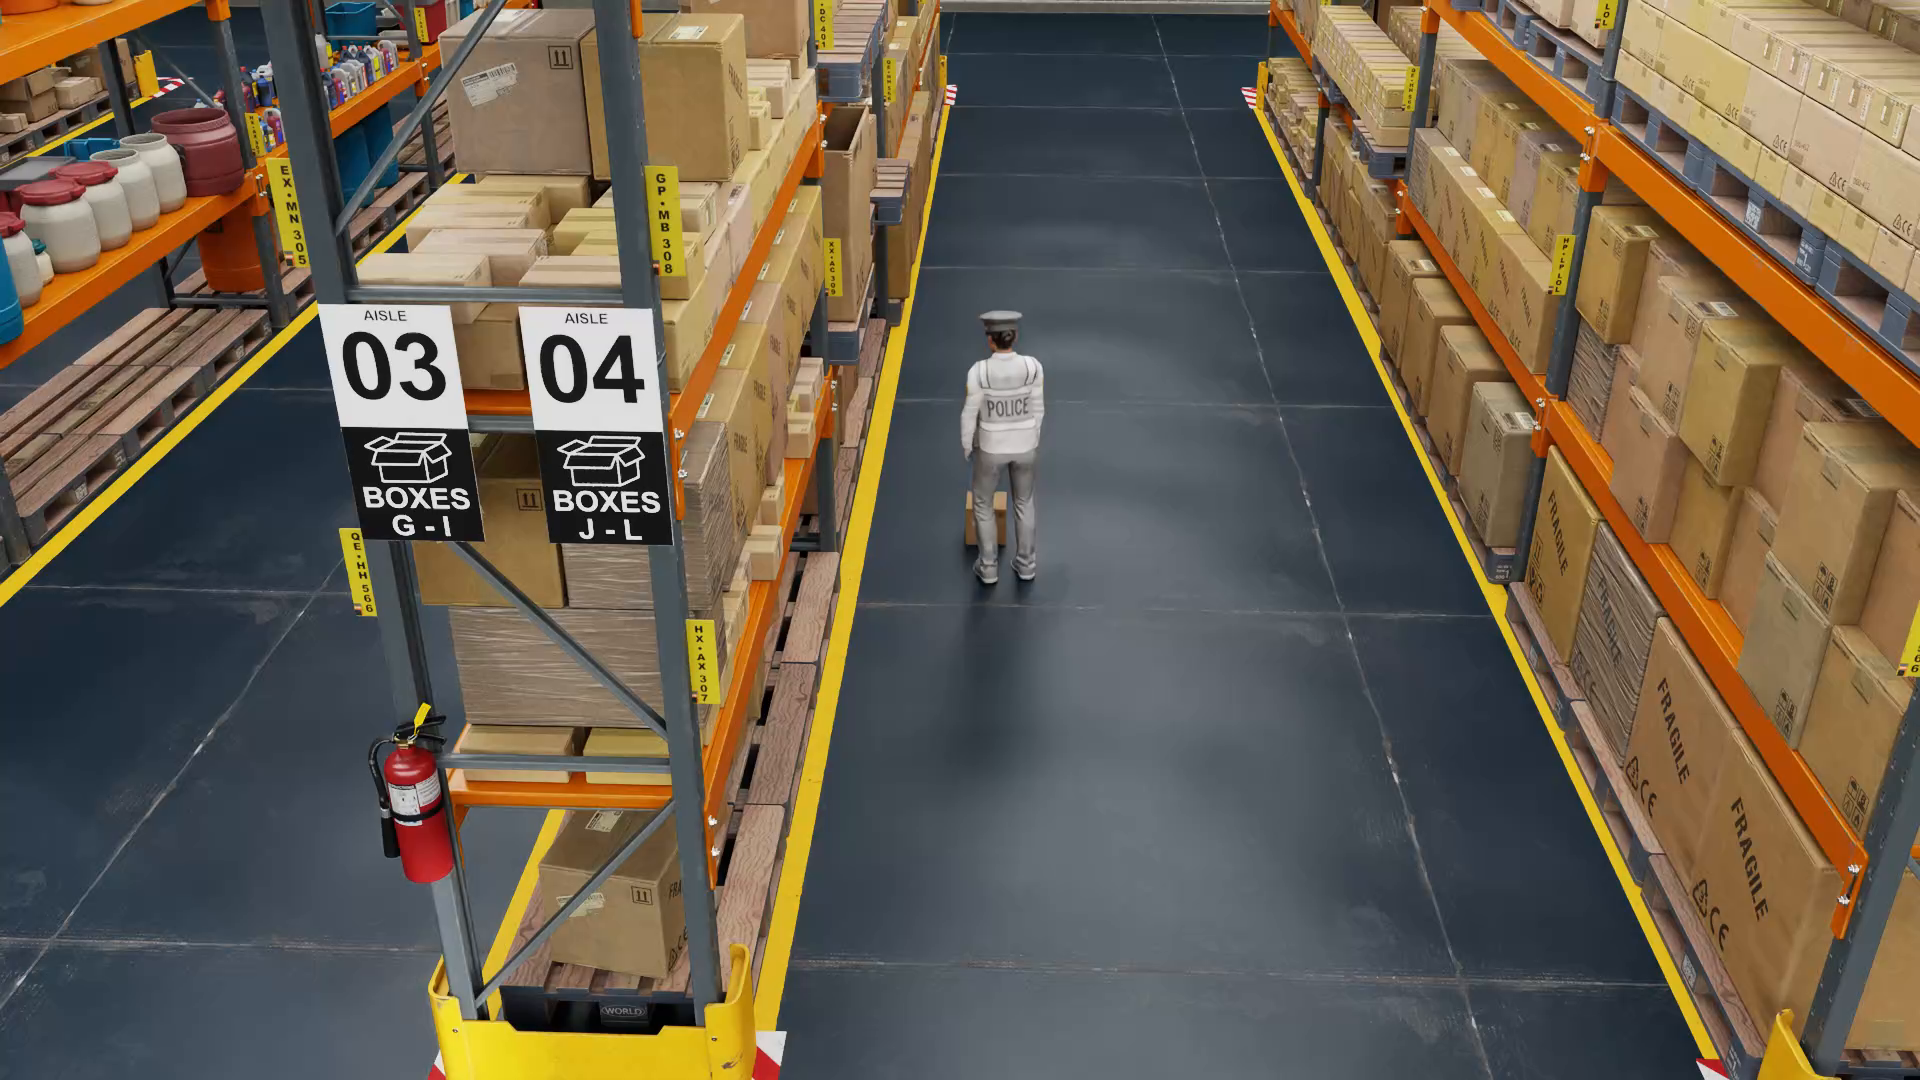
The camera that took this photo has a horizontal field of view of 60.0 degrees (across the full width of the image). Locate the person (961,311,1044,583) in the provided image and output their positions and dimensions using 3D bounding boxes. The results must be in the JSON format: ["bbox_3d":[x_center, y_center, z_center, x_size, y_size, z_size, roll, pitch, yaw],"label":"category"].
[{"bbox_3d":[0.239,-0.526,9.631,0.485,1.651,0.381,-5,29,-9],"label":"person"}]
